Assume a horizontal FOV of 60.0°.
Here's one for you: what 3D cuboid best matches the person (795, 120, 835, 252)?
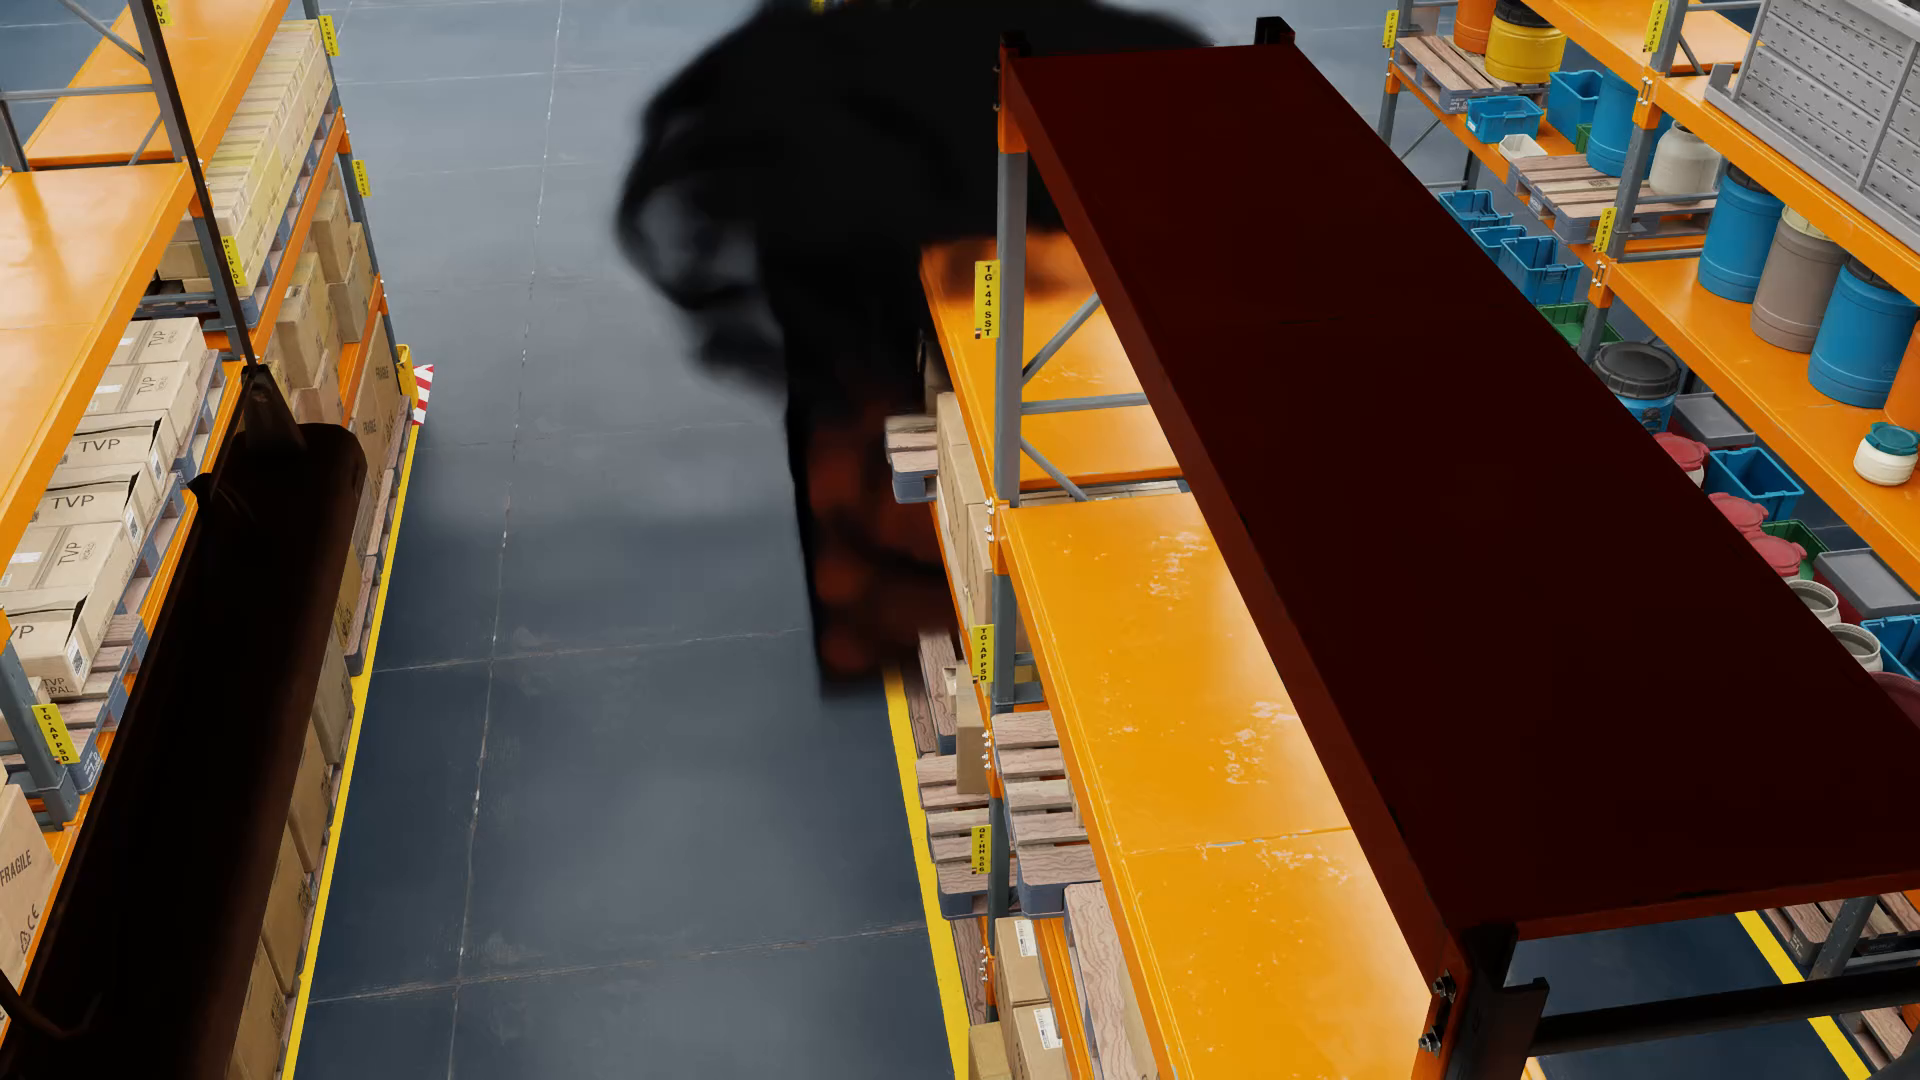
[{"bbox_3d":[-1.254,-3.397,16.628,0.800,1.673,0.699,17,40,22],"label":"person"}]
